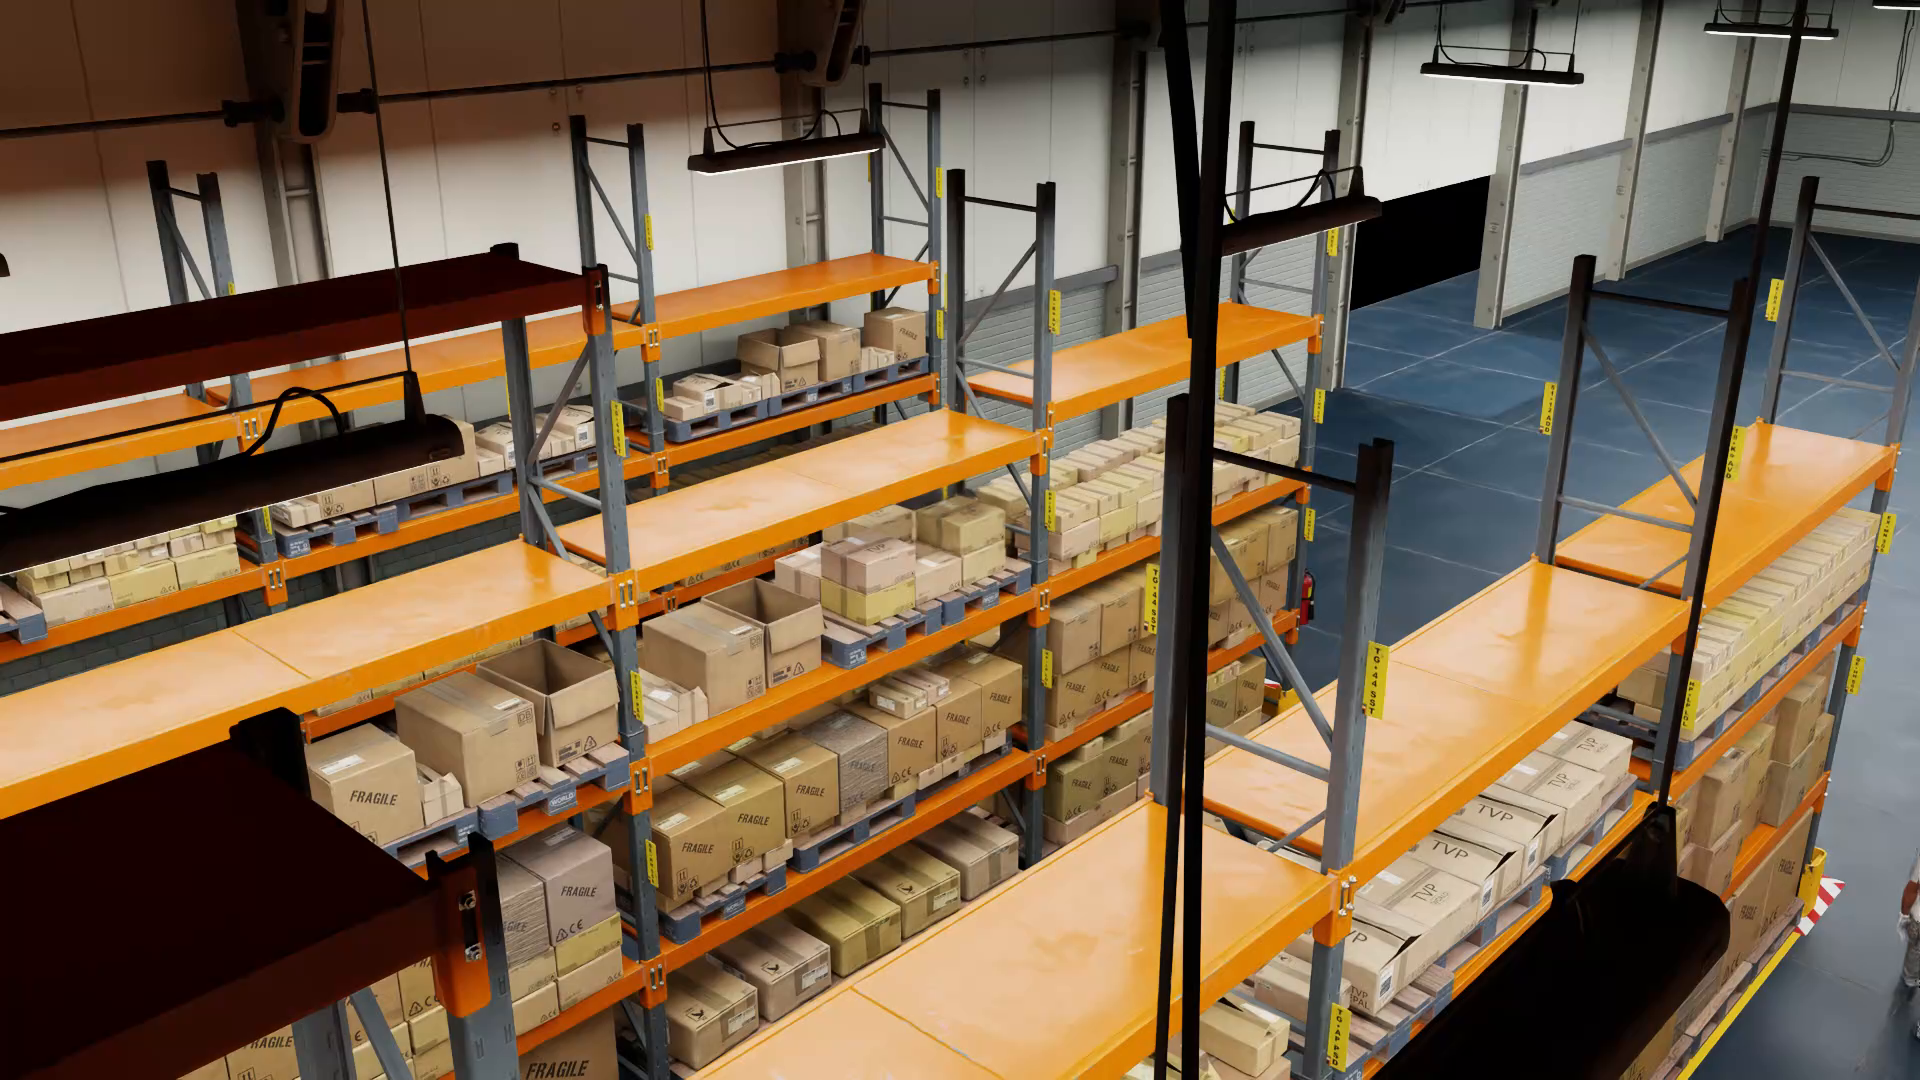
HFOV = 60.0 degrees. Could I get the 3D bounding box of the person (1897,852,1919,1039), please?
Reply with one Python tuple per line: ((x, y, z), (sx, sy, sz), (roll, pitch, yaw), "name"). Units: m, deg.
((7.344, 2.762, 12.463), (0.552, 1.717, 1.030), (11, 24, 26), "person")
